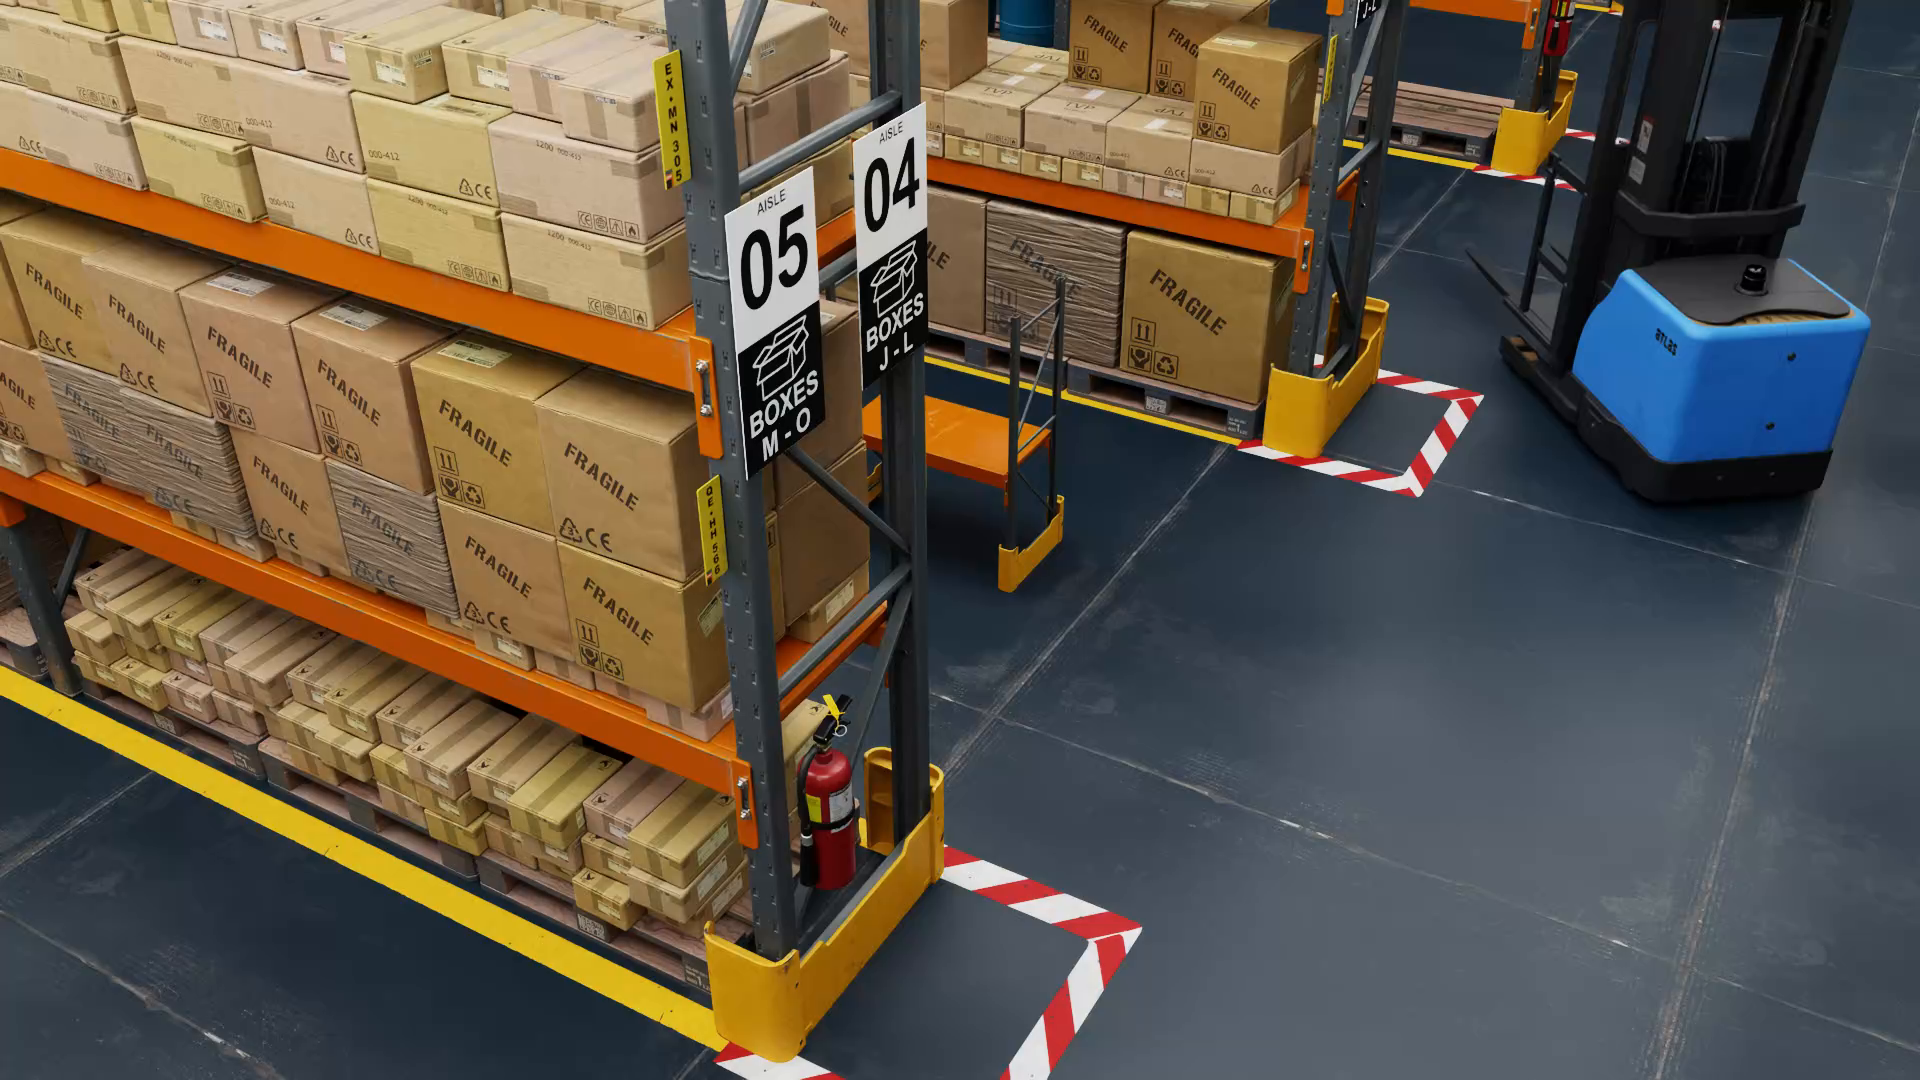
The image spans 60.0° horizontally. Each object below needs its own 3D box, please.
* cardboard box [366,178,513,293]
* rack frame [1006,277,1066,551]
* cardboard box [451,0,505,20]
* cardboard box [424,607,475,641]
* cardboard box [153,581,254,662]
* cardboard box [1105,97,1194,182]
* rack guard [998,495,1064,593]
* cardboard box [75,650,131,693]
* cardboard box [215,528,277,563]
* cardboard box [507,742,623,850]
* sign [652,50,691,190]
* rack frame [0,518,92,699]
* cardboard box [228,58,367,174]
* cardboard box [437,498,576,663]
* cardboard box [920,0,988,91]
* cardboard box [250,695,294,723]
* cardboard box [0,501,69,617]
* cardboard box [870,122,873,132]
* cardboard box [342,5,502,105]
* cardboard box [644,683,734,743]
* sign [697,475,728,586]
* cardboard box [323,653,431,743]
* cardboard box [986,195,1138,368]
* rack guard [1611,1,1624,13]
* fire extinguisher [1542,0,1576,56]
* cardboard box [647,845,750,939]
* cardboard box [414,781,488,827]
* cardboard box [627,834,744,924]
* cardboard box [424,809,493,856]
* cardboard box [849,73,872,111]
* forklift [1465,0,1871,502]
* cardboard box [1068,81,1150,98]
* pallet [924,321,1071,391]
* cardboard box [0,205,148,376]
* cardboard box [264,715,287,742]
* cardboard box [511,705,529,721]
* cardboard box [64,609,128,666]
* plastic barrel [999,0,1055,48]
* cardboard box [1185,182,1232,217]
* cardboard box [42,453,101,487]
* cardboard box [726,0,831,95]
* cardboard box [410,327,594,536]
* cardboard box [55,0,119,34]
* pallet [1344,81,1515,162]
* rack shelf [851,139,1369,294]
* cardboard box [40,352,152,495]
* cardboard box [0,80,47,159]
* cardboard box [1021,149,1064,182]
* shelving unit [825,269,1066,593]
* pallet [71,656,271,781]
[{"bbox_3d":[-1.386,-0.994,4.965,0.500,0.250,0.500,18,38,24],"label":"cardboard box"},{"bbox_3d":[0.367,-0.508,8.160,0.032,1.500,0.500,18,37,24],"label":"rack frame"},{"bbox_3d":[-1.480,-1.708,5.227,0.250,0.149,0.380,19,38,26],"label":"cardboard box"},{"bbox_3d":[-1.706,0.184,5.994,0.250,0.149,0.380,16,37,22],"label":"cardboard box"},{"bbox_3d":[-3.236,0.335,7.197,0.250,0.149,0.380,17,37,24],"label":"cardboard box"},{"bbox_3d":[1.143,-2.239,9.273,0.500,0.250,0.500,17,37,24],"label":"cardboard box"},{"bbox_3d":[0.366,0.012,8.507,0.087,0.250,0.587,18,37,24],"label":"rack guard"},{"bbox_3d":[-3.730,0.493,7.496,0.250,0.149,0.380,16,37,22],"label":"cardboard box"},{"bbox_3d":[-2.635,-0.095,6.413,0.250,0.149,0.380,19,38,26],"label":"cardboard box"},{"bbox_3d":[-1.476,0.960,6.258,0.250,0.149,0.380,17,37,23],"label":"cardboard box"},{"bbox_3d":[-0.706,-1.029,4.084,0.005,0.325,0.100,18,37,24],"label":"sign"},{"bbox_3d":[-3.886,-0.773,7.205,0.127,3.000,1.000,18,37,24],"label":"rack frame"},{"bbox_3d":[-1.828,-1.354,5.055,0.500,0.250,0.500,18,38,25],"label":"cardboard box"},{"bbox_3d":[-1.376,0.017,5.659,0.500,0.500,0.500,17,37,24],"label":"cardboard box"},{"bbox_3d":[-0.171,-2.971,9.696,0.500,0.500,0.500,16,37,23],"label":"cardboard box"},{"bbox_3d":[-2.777,0.607,7.057,0.250,0.149,0.380,19,38,27],"label":"cardboard box"},{"bbox_3d":[-4.654,0.010,7.905,0.500,0.500,0.500,17,37,24],"label":"cardboard box"},{"bbox_3d":[-0.337,-2.500,10.025,0.250,0.149,0.380,17,37,24],"label":"cardboard box"},{"bbox_3d":[-1.520,-1.389,4.748,0.250,0.149,0.380,18,38,25],"label":"cardboard box"},{"bbox_3d":[-0.837,0.478,5.553,0.250,0.149,0.380,18,38,24],"label":"cardboard box"},{"bbox_3d":[-0.706,-0.025,4.752,0.005,0.325,0.100,18,37,24],"label":"sign"},{"bbox_3d":[-2.346,0.627,6.758,0.250,0.149,0.380,18,38,25],"label":"cardboard box"},{"bbox_3d":[0.750,-1.711,10.151,0.875,0.875,0.875,18,37,24],"label":"cardboard box"},{"bbox_3d":[6.988,-5.779,16.977,0.348,0.500,1.175,18,37,24],"label":"rack guard"},{"bbox_3d":[4.498,-3.968,12.409,0.183,0.674,0.296,18,37,24],"label":"fire extinguisher"},{"bbox_3d":[-0.974,1.294,6.294,0.250,0.149,0.380,18,38,25],"label":"cardboard box"},{"bbox_3d":[-1.921,0.929,6.574,0.250,0.149,0.380,18,38,25],"label":"cardboard box"},{"bbox_3d":[-1.013,1.207,6.156,0.250,0.149,0.380,17,37,23],"label":"cardboard box"},{"bbox_3d":[-1.907,1.056,6.651,0.250,0.149,0.380,16,37,22],"label":"cardboard box"},{"bbox_3d":[-0.630,-2.799,10.114,0.500,0.250,0.500,17,37,24],"label":"cardboard box"},{"bbox_3d":[3.993,-2.227,9.450,1.130,2.935,3.031,-5,34,-7],"label":"forklift"},{"bbox_3d":[0.964,-2.635,9.868,0.500,0.250,0.500,16,37,23],"label":"cardboard box"},{"bbox_3d":[0.347,-1.390,10.647,1.213,0.211,1.003,18,37,24],"label":"pallet"},{"bbox_3d":[-3.158,-0.978,6.252,0.500,0.500,0.500,16,37,23],"label":"cardboard box"},{"bbox_3d":[-2.761,0.713,7.167,0.250,0.149,0.380,16,37,22],"label":"cardboard box"},{"bbox_3d":[-1.654,0.670,6.963,0.250,0.149,0.380,16,37,22],"label":"cardboard box"},{"bbox_3d":[-3.730,0.368,7.415,0.250,0.149,0.380,19,38,26],"label":"cardboard box"},{"bbox_3d":[0.656,-4.975,15.029,0.708,0.901,0.600,18,37,24],"label":"plastic barrel"},{"bbox_3d":[1.436,-1.938,9.181,0.250,0.149,0.380,18,38,25],"label":"cardboard box"},{"bbox_3d":[-3.542,-0.398,6.868,0.250,0.149,0.380,19,38,26],"label":"cardboard box"},{"bbox_3d":[-0.582,-1.432,4.813,0.250,0.149,0.380,17,37,24],"label":"cardboard box"},{"bbox_3d":[-1.374,-0.400,5.384,0.500,0.500,0.500,16,37,23],"label":"cardboard box"},{"bbox_3d":[-2.637,-1.752,5.293,0.250,0.149,0.380,20,38,27],"label":"cardboard box"},{"bbox_3d":[3.896,-3.501,13.817,1.213,0.211,1.003,18,37,24],"label":"pallet"},{"bbox_3d":[0.399,-2.283,10.121,4.000,0.370,1.077,18,37,24],"label":"rack shelf"},{"bbox_3d":[-3.148,-0.549,6.509,0.500,0.500,0.500,18,37,24],"label":"cardboard box"},{"bbox_3d":[-3.176,-1.572,5.833,0.500,0.250,0.500,17,37,24],"label":"cardboard box"},{"bbox_3d":[0.550,-2.219,9.602,0.250,0.149,0.380,18,38,25],"label":"cardboard box"},{"bbox_3d":[-0.066,-0.645,8.366,1.083,1.500,0.587,18,37,24],"label":"shelving unit"},{"bbox_3d":[-3.286,0.555,7.726,1.213,0.211,1.003,18,37,24],"label":"pallet"}]
